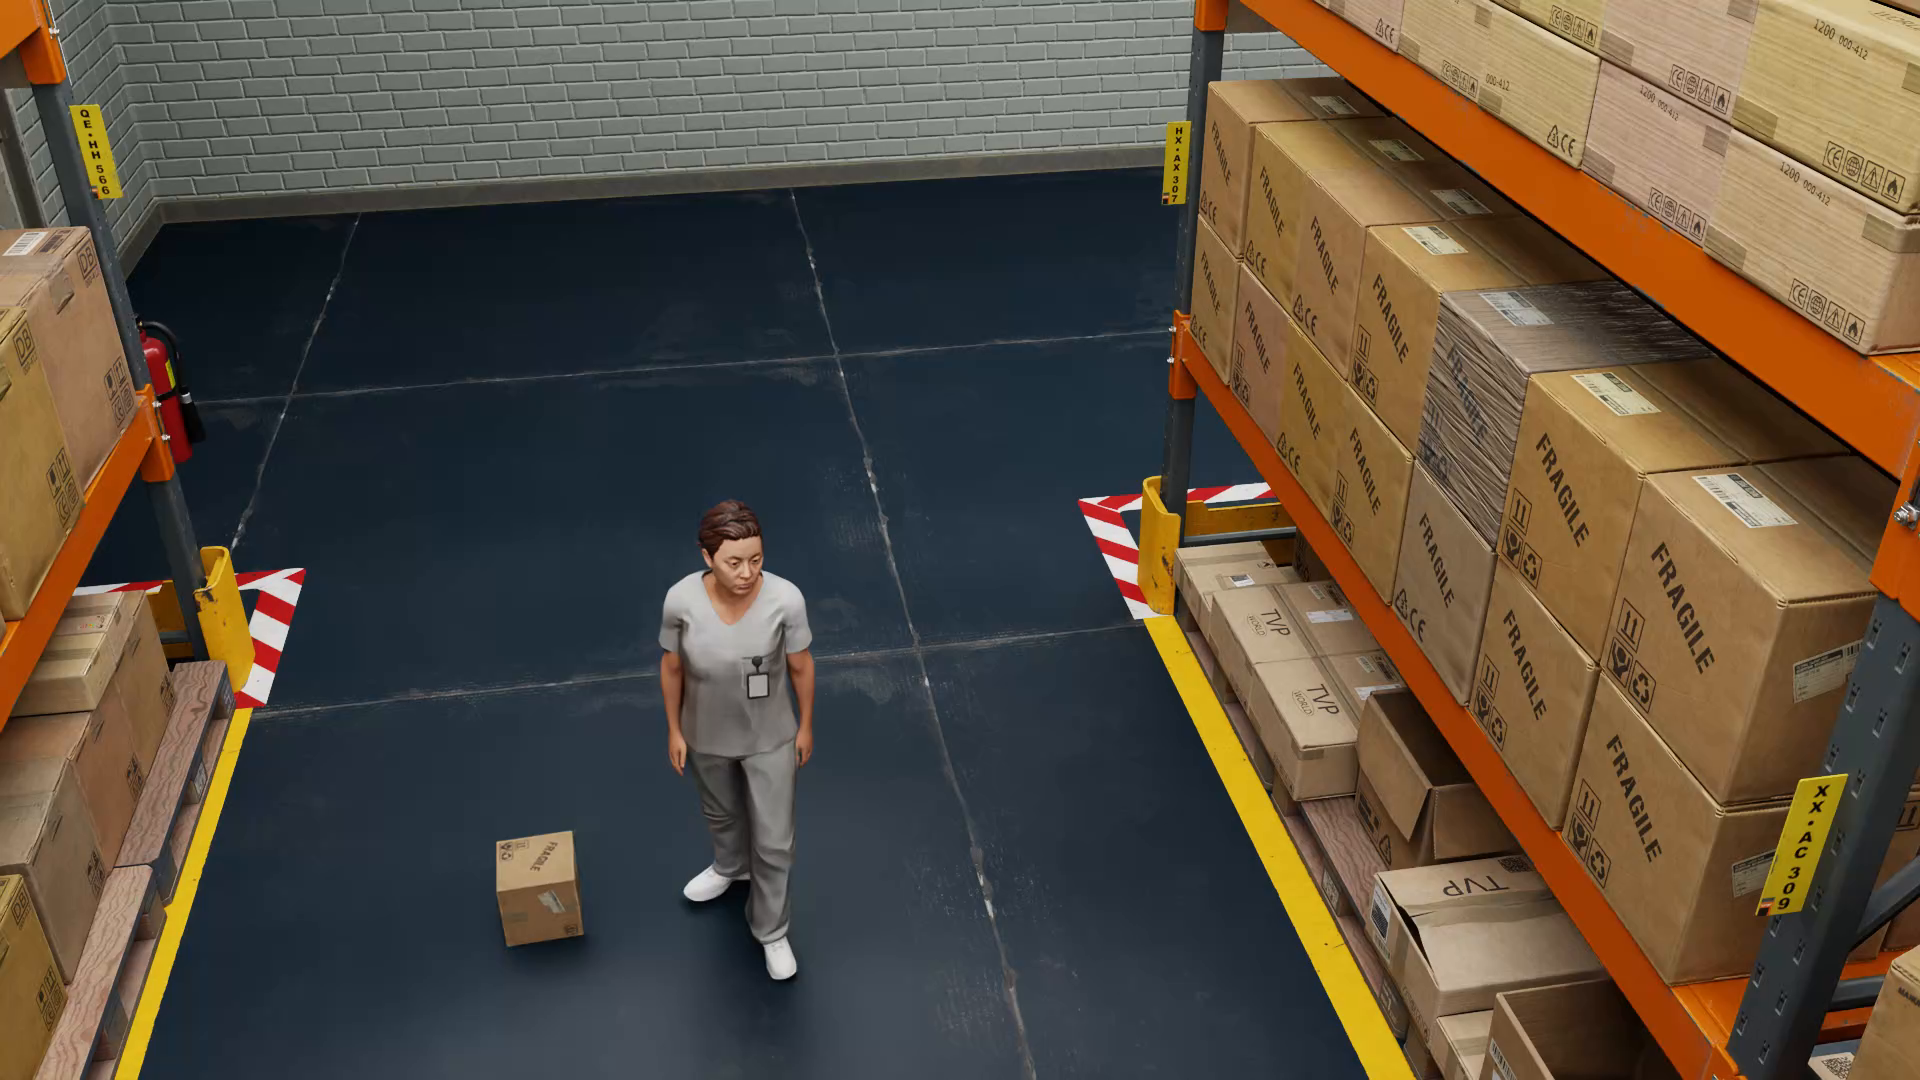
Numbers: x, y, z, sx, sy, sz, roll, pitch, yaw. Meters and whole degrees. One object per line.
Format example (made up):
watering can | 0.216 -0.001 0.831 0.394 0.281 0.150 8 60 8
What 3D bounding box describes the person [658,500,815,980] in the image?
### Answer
person | -0.692 0.577 5.173 0.500 1.664 0.558 1 31 1
